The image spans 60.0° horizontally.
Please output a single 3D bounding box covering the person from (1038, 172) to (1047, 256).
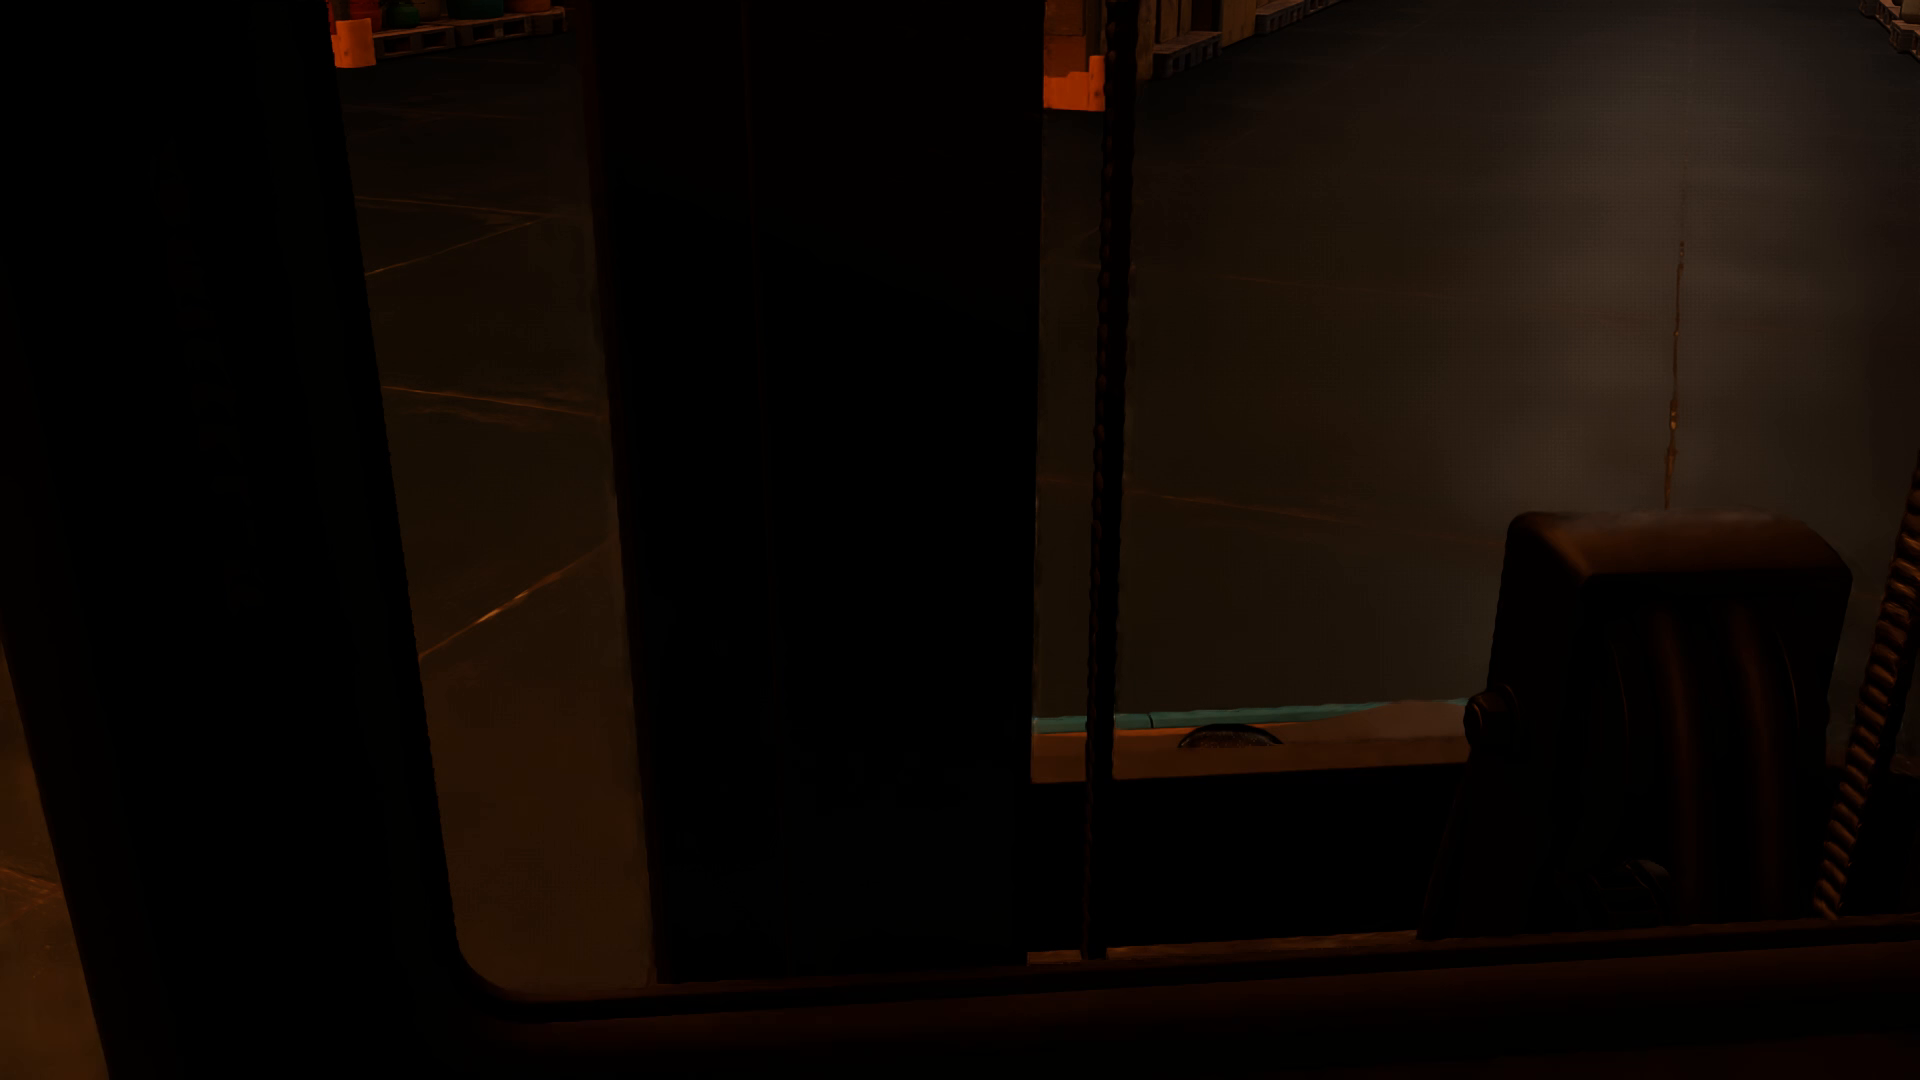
[{"bbox_3d":[-0.041,-0.720,4.725,0.520,1.597,0.476,9,24,21],"label":"person"}]
